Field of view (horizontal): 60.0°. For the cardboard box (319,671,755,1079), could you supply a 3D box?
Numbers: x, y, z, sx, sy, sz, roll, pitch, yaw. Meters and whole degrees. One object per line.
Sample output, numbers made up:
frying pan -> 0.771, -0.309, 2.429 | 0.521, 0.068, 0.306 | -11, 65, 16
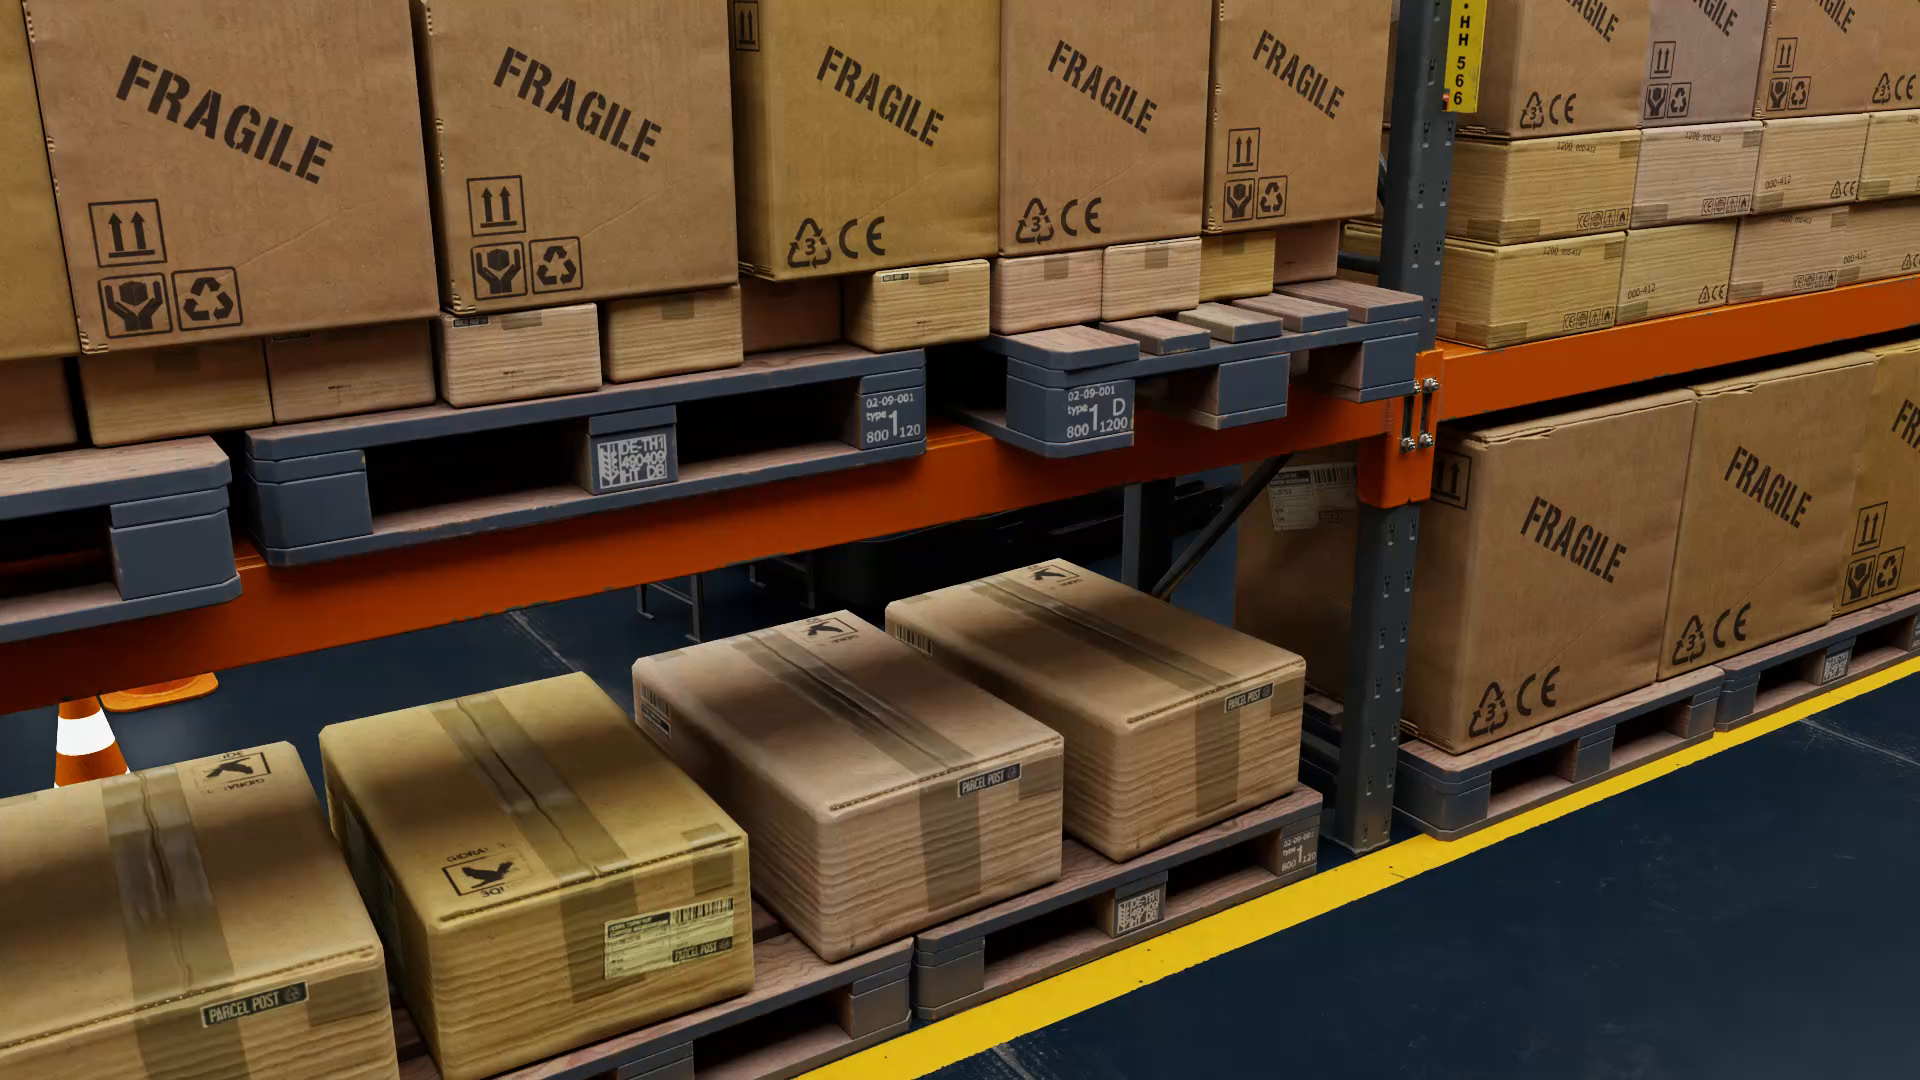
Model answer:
cardboard box -> -0.922, 0.666, 3.539 | 0.625, 0.372, 0.950 | -11, 22, -30

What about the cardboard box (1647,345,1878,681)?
cardboard box -> 2.173, -0.189, 5.282 | 0.875, 0.875, 0.875 | -12, 22, -31

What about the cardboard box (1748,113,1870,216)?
cardboard box -> 2.218, -1.105, 4.784 | 0.500, 0.250, 0.500 | -12, 22, -32

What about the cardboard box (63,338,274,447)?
cardboard box -> -1.256, -0.275, 2.612 | 0.250, 0.149, 0.380 | -12, 22, -31

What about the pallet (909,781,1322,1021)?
pallet -> 0.150, 0.717, 4.294 | 1.213, 0.211, 1.003 | -12, 22, -31

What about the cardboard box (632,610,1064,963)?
cardboard box -> -0.286, 0.534, 3.929 | 0.625, 0.372, 0.950 | -12, 22, -32

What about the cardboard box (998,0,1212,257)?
cardboard box -> 0.151, -0.880, 3.387 | 0.500, 0.500, 0.500 | -12, 22, -32

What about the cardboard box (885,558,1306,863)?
cardboard box -> 0.326, 0.402, 4.320 | 0.625, 0.372, 0.950 | -14, 23, -35

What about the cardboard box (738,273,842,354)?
cardboard box -> -0.427, -0.472, 3.195 | 0.250, 0.149, 0.380 | -12, 22, -31

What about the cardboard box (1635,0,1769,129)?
cardboard box -> 1.759, -1.373, 4.407 | 0.500, 0.500, 0.500 | -12, 22, -31

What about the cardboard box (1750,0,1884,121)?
cardboard box -> 2.199, -1.460, 4.664 | 0.500, 0.500, 0.500 | -11, 22, -30

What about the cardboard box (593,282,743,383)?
cardboard box -> -0.591, -0.406, 2.999 | 0.250, 0.149, 0.380 | -13, 22, -33

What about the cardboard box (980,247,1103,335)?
cardboard box -> 0.075, -0.535, 3.381 | 0.250, 0.149, 0.380 | -13, 23, -34

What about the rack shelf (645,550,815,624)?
rack shelf -> -0.834, -0.060, 5.871 | 0.480, 0.518, 0.431 | -16, 24, -39

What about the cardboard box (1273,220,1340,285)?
cardboard box -> 0.659, -0.700, 3.869 | 0.250, 0.149, 0.380 | -11, 22, -29

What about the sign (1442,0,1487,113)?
sign -> 1.110, -1.109, 3.656 | 0.005, 0.325, 0.100 | -12, 22, -31

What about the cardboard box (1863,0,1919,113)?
cardboard box -> 2.623, -1.548, 4.924 | 0.500, 0.500, 0.500 | -12, 22, -31

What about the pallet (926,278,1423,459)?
pallet -> 0.267, -0.496, 3.828 | 1.003, 0.211, 1.213 | -12, 22, -31

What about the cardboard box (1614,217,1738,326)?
cardboard box -> 1.770, -0.784, 4.615 | 0.500, 0.250, 0.500 | -13, 22, -33

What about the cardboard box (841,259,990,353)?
cardboard box -> -0.148, -0.483, 3.226 | 0.250, 0.149, 0.380 | -11, 22, -30

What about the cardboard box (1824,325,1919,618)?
cardboard box -> 2.920, -0.346, 5.747 | 0.875, 0.875, 0.875 | -11, 22, -30

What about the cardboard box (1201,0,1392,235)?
cardboard box -> 0.577, -0.974, 3.665 | 0.500, 0.500, 0.500 | -13, 22, -33

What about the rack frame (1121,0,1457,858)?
rack frame -> 0.803, -0.741, 4.253 | 0.127, 3.000, 1.000 | -12, 22, -31

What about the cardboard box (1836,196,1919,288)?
cardboard box -> 2.621, -0.963, 5.143 | 0.500, 0.250, 0.500 | -12, 22, -31

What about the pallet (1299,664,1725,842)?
pallet -> 1.503, 0.461, 5.051 | 1.213, 0.211, 1.003 | -12, 22, -31

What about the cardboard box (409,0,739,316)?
cardboard box -> -0.726, -0.695, 2.840 | 0.500, 0.500, 0.500 | -13, 23, -34

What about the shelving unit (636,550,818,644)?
shelving unit -> -0.834, -0.736, 5.642 | 0.503, 2.100, 0.431 | -16, 24, -39

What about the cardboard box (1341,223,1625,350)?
cardboard box -> 1.351, -0.689, 4.333 | 0.500, 0.250, 0.500 | -12, 22, -32

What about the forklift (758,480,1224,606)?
forklift -> 0.464, -1.521, 6.668 | 3.031, 2.935, 1.130 | -16, 24, -39

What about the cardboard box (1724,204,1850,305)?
cardboard box -> 2.211, -0.875, 4.883 | 0.500, 0.250, 0.500 | -11, 22, -30

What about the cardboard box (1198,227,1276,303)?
cardboard box -> 0.475, -0.634, 3.672 | 0.250, 0.149, 0.380 | -12, 22, -31

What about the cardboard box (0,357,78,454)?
cardboard box -> -1.494, -0.241, 2.511 | 0.250, 0.149, 0.380 | -10, 21, -28

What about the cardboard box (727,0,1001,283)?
cardboard box -> -0.270, -0.791, 3.123 | 0.500, 0.500, 0.500 | -14, 23, -35

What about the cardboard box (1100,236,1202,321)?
cardboard box -> 0.289, -0.577, 3.506 | 0.250, 0.149, 0.380 | -12, 22, -32

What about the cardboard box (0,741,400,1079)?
cardboard box -> -1.502, 0.789, 3.175 | 0.625, 0.372, 0.950 | -10, 21, -28

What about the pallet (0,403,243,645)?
pallet -> -1.819, -0.041, 2.483 | 1.213, 0.211, 1.003 | -12, 22, -31

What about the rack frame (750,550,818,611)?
rack frame -> -0.652, -0.788, 5.796 | 0.015, 2.100, 0.400 | -16, 24, -39

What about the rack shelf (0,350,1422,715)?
rack shelf -> -0.867, -0.048, 3.326 | 4.000, 0.370, 1.077 | -12, 22, -31

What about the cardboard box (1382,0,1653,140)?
cardboard box -> 1.350, -1.284, 4.140 | 0.500, 0.500, 0.500 | -13, 22, -33

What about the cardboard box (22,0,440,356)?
cardboard box -> -1.150, -0.601, 2.564 | 0.500, 0.500, 0.500 | -12, 22, -32

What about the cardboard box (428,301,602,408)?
cardboard box -> -0.798, -0.351, 2.837 | 0.250, 0.149, 0.380 | -11, 22, -29

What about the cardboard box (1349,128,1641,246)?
cardboard box -> 1.362, -0.930, 4.266 | 0.500, 0.250, 0.500 | -12, 22, -32

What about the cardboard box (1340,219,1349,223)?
cardboard box -> 1.068, -1.060, 4.650 | 0.500, 0.250, 0.500 | -12, 22, -32

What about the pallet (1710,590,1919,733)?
pallet -> 2.521, 0.248, 5.683 | 1.213, 0.211, 1.003 | -12, 22, -31

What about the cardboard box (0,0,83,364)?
cardboard box -> -1.570, -0.518, 2.317 | 0.500, 0.500, 0.500 | -12, 22, -31

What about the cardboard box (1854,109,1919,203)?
cardboard box -> 2.649, -1.191, 5.038 | 0.500, 0.250, 0.500 | -11, 22, -30

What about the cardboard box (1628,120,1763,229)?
cardboard box -> 1.795, -1.021, 4.534 | 0.500, 0.250, 0.500 | -11, 22, -30

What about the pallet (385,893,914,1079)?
pallet -> -0.868, 0.931, 3.662 | 1.213, 0.211, 1.003 | -12, 22, -31

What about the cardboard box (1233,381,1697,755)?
cardboard box -> 1.426, -0.033, 4.820 | 0.875, 0.875, 0.875 | -12, 22, -32

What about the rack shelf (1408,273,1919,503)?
rack shelf -> 2.474, -0.753, 5.410 | 4.000, 0.370, 1.077 | -12, 22, -31

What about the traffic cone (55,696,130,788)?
traffic cone -> -2.272, 0.572, 4.329 | 0.334, 0.463, 0.336 | -12, 22, -31

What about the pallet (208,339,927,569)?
pallet -> -0.827, -0.291, 3.220 | 1.213, 0.211, 1.003 | -12, 22, -31

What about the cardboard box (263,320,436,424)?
cardboard box -> -1.049, -0.318, 2.740 | 0.250, 0.149, 0.380 | -12, 22, -31

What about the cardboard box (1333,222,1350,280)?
cardboard box -> 1.083, -0.829, 4.746 | 0.500, 0.250, 0.500 | -13, 23, -33

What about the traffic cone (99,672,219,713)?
traffic cone -> -2.579, 0.254, 5.271 | 0.334, 0.463, 0.336 | -12, 22, -31

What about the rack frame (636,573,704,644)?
rack frame -> -1.016, -0.684, 5.489 | 0.015, 2.100, 0.400 | -16, 24, -39
